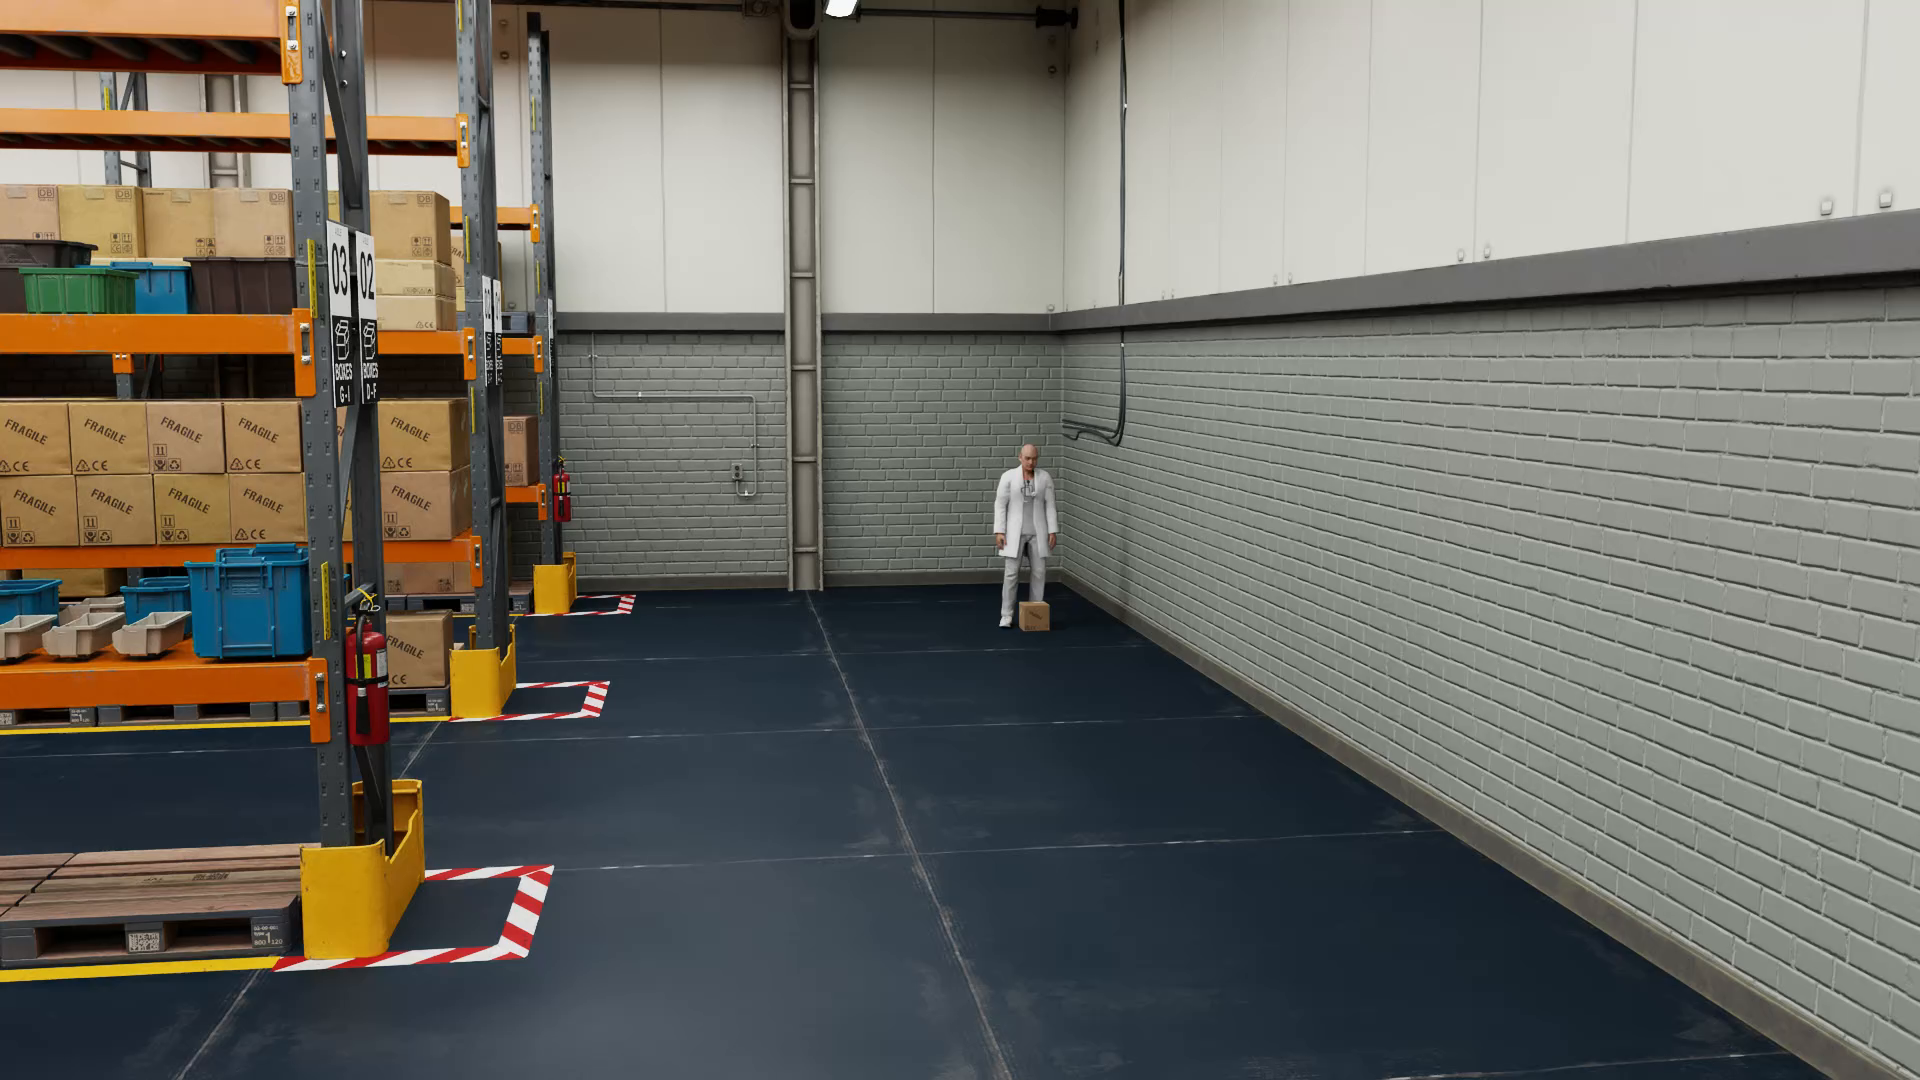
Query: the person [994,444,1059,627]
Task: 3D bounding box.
[{"bbox_3d":[0.645,-0.048,16.205,0.644,1.774,0.428,-1,6,-8],"label":"person"}]
